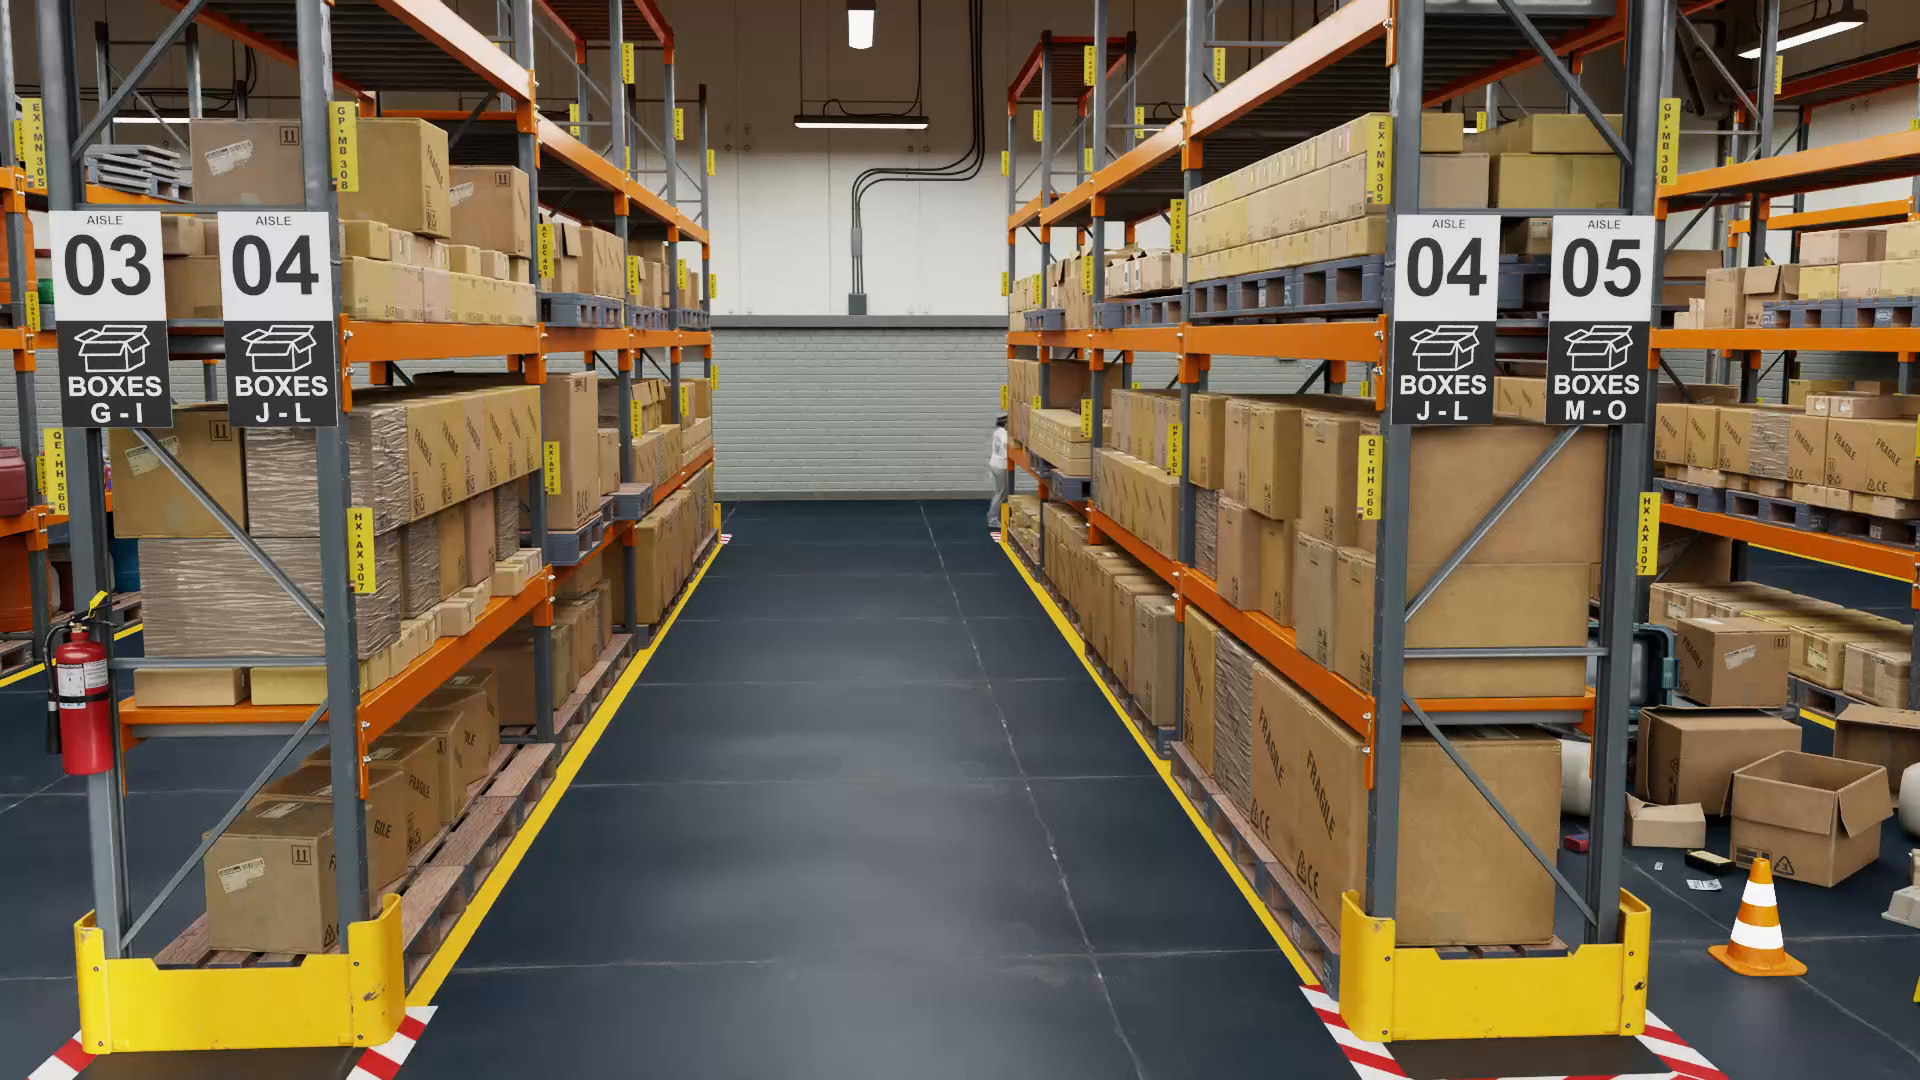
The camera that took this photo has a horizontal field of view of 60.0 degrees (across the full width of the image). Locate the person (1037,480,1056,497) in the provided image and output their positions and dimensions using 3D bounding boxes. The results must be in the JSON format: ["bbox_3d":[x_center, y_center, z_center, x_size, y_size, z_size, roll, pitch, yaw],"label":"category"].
[{"bbox_3d":[1.159,-0.986,23.723,0.901,1.639,0.531,-1,7,-4],"label":"person"}]
